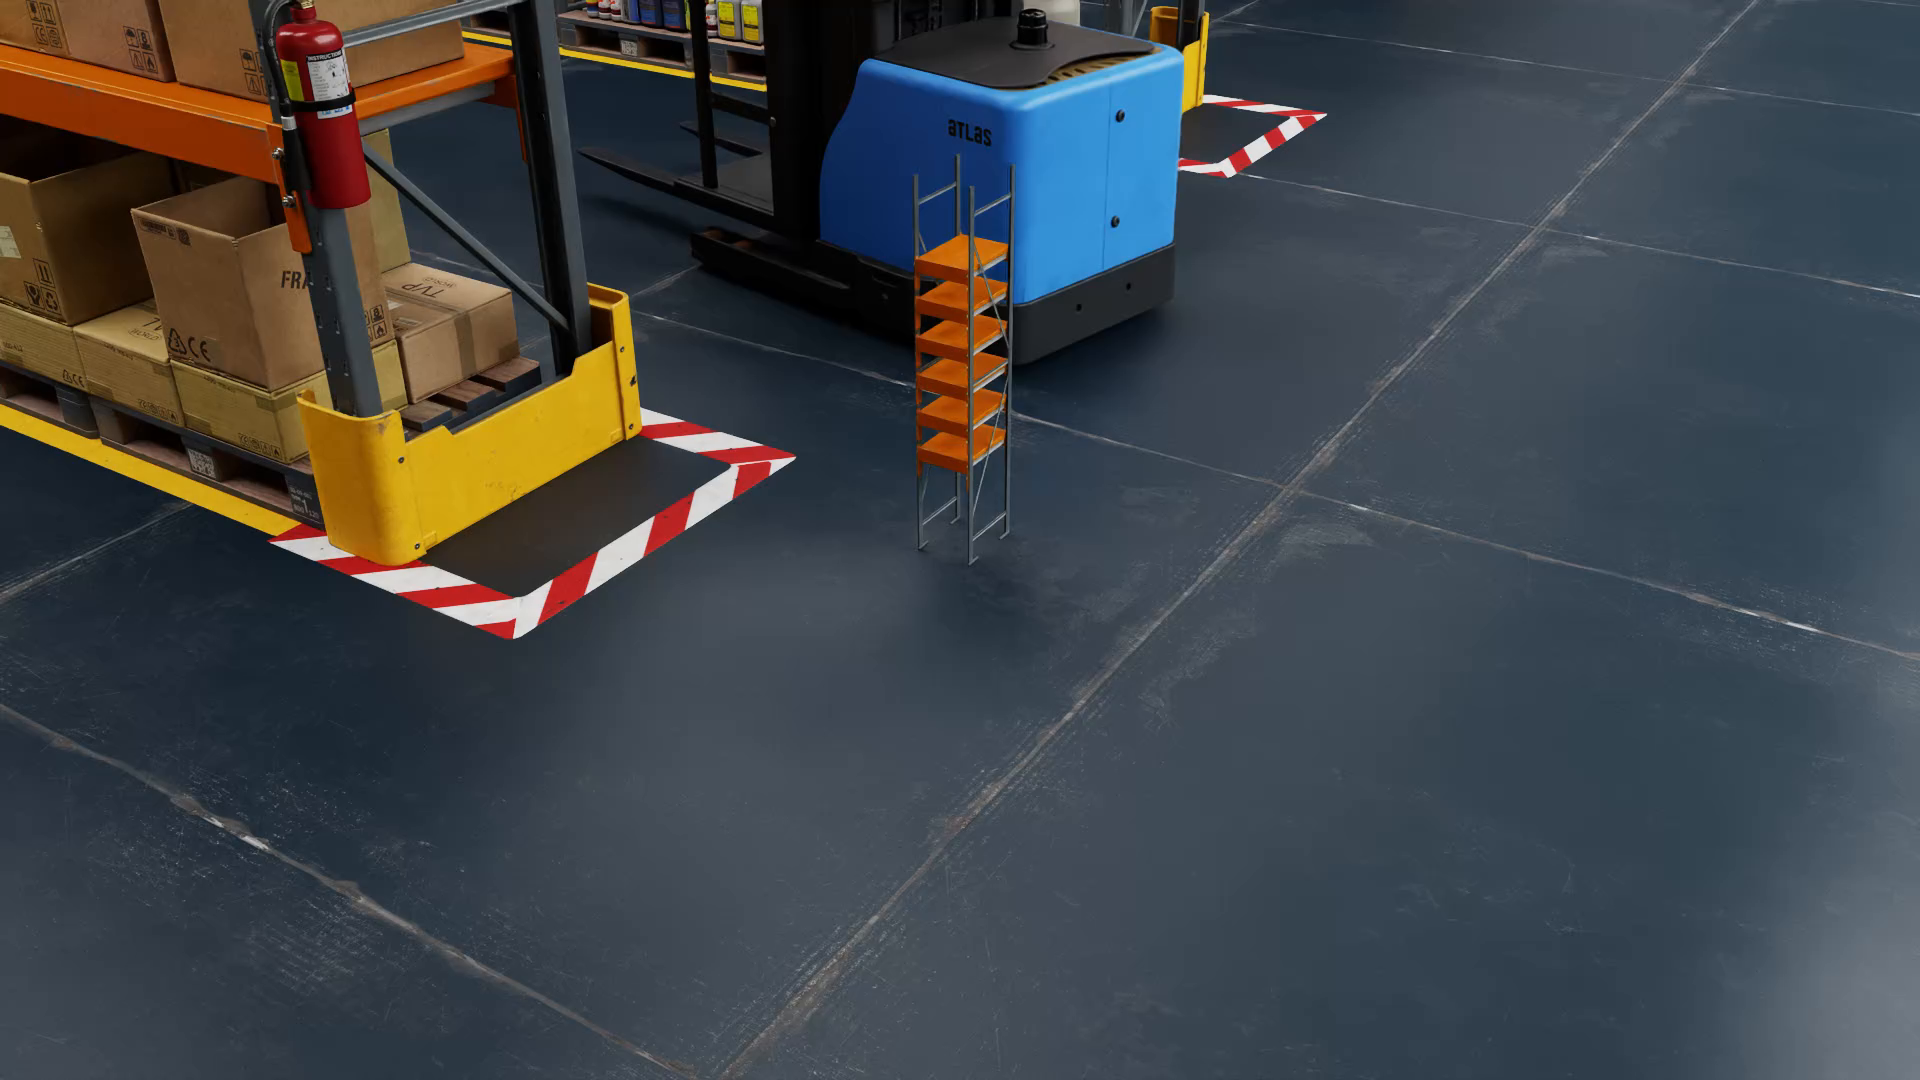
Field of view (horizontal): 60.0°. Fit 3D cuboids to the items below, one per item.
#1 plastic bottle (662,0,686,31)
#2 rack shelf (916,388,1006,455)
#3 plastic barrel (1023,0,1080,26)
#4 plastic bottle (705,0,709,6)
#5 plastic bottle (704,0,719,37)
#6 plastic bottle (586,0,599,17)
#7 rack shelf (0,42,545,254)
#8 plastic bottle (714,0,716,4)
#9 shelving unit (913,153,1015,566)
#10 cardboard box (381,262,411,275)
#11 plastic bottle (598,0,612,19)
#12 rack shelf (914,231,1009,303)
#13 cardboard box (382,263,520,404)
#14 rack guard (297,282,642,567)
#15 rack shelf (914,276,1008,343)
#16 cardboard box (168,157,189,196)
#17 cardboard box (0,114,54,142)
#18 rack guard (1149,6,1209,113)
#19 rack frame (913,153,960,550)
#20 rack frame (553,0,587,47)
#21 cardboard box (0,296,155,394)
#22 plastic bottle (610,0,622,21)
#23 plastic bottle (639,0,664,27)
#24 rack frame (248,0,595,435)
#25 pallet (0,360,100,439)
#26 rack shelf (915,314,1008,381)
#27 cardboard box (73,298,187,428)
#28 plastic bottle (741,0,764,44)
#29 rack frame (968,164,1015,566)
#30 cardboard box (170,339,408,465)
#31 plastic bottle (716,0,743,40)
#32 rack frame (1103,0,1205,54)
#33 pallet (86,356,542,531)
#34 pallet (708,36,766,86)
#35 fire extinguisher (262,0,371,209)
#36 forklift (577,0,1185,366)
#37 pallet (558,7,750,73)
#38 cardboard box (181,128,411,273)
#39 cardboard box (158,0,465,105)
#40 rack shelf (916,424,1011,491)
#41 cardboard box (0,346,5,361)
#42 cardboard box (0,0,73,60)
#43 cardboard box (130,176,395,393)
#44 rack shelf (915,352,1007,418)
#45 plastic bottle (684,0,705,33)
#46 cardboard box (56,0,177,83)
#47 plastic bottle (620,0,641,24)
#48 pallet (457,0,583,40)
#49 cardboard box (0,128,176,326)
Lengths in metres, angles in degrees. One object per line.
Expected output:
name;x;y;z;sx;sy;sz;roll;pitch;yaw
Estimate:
plastic bottle;-1.713;-3.290;10.104;0.185;0.351;0.144;16;34;25
rack shelf;0.012;-0.372;5.024;0.180;0.103;0.258;18;35;27
plastic barrel;0.454;-2.867;9.239;0.421;0.512;0.421;0;30;0
plastic bottle;-1.569;-3.232;10.084;0.097;0.271;0.097;0;30;0
plastic bottle;-1.486;-3.139;9.995;0.097;0.201;0.097;0;30;0
plastic bottle;-2.299;-3.427;10.418;0.097;0.271;0.097;0;30;0
rack shelf;-3.279;-1.728;5.950;4.000;0.370;1.077;18;35;27
plastic bottle;-1.533;-3.531;10.591;0.135;0.276;0.152;18;35;27
shelving unit;0.012;-0.514;4.941;0.189;1.200;0.258;18;35;27
cardboard box;-2.346;-0.868;6.073;0.500;0.250;0.500;18;35;27
plastic bottle;-2.213;-3.370;10.389;0.097;0.201;0.097;0;30;0
rack shelf;0.012;-0.787;4.782;0.180;0.103;0.258;18;35;27
cardboard box;-1.921;-0.736;5.846;0.500;0.250;0.500;18;35;27
rack guard;-1.565;-0.417;5.469;0.348;0.500;1.175;18;35;27
rack shelf;0.012;-0.683;4.842;0.180;0.103;0.258;18;35;27
cardboard box;-2.776;-1.321;6.105;0.500;0.500;0.500;18;35;27
cardboard box;-3.475;-1.234;5.956;0.500;0.500;0.500;18;35;27
rack guard;0.962;-2.537;9.102;0.348;0.500;1.175;18;35;27
rack frame;-0.065;-0.539;4.983;0.006;1.200;0.240;18;35;27
rack frame;-2.336;-4.688;10.309;0.127;3.000;1.000;18;35;27
cardboard box;-3.051;-0.776;5.916;0.500;0.250;0.500;18;35;27
plastic bottle;-2.127;-3.342;10.343;0.097;0.201;0.097;0;30;0
plastic bottle;-1.873;-3.340;10.191;0.185;0.351;0.144;19;35;29
rack frame;-1.585;-1.503;4.850;0.127;3.000;1.000;18;35;27
pallet;-3.284;-0.813;6.434;1.213;0.211;1.003;18;35;27
rack shelf;0.012;-0.580;4.903;0.180;0.103;0.258;18;35;27
cardboard box;-2.626;-0.643;5.688;0.500;0.250;0.500;18;35;27
plastic bottle;-1.196;-3.126;9.824;0.185;0.351;0.144;19;35;29
rack frame;0.090;-0.490;4.899;0.006;1.200;0.240;18;35;27
cardboard box;-2.196;-0.514;5.467;0.500;0.250;0.500;18;35;27
plastic bottle;-1.353;-3.176;9.909;0.185;0.351;0.144;17;34;27
rack frame;1.052;-3.616;8.472;0.127;3.000;1.000;18;35;27
pallet;-2.255;-0.486;5.873;1.213;0.211;1.003;18;35;27
pallet;-0.752;-2.959;10.113;1.213;0.211;1.003;18;35;27
fire extinguisher;-1.732;-1.240;4.475;0.183;0.674;0.296;18;35;27
forklift;-0.534;-2.553;6.718;3.031;2.935;1.130;26;39;37
pallet;-1.790;-3.286;10.673;1.213;0.211;1.003;18;35;27
cardboard box;-2.345;-1.193;5.885;0.500;0.500;0.500;18;35;27
cardboard box;-1.974;-1.677;5.048;0.500;0.500;0.700;18;35;27
rack shelf;0.012;-0.269;5.084;0.180;0.103;0.258;18;35;27
cardboard box;-3.473;-0.911;6.147;0.500;0.250;0.500;18;35;27
cardboard box;-2.838;-1.951;5.518;0.500;0.500;0.700;18;35;28
cardboard box;-2.197;-0.837;5.277;0.500;0.500;0.500;18;35;27
rack shelf;0.012;-0.476;4.963;0.180;0.103;0.258;18;35;27
plastic bottle;-1.596;-3.199;10.015;0.133;0.283;0.061;19;35;29
cardboard box;-2.421;-1.816;5.286;0.500;0.500;0.700;19;35;29
plastic bottle;-2.011;-3.354;10.289;0.135;0.276;0.152;19;35;29
pallet;-3.022;-3.677;11.344;1.213;0.211;1.003;18;35;27
cardboard box;-3.052;-1.099;5.725;0.500;0.500;0.500;18;35;27
